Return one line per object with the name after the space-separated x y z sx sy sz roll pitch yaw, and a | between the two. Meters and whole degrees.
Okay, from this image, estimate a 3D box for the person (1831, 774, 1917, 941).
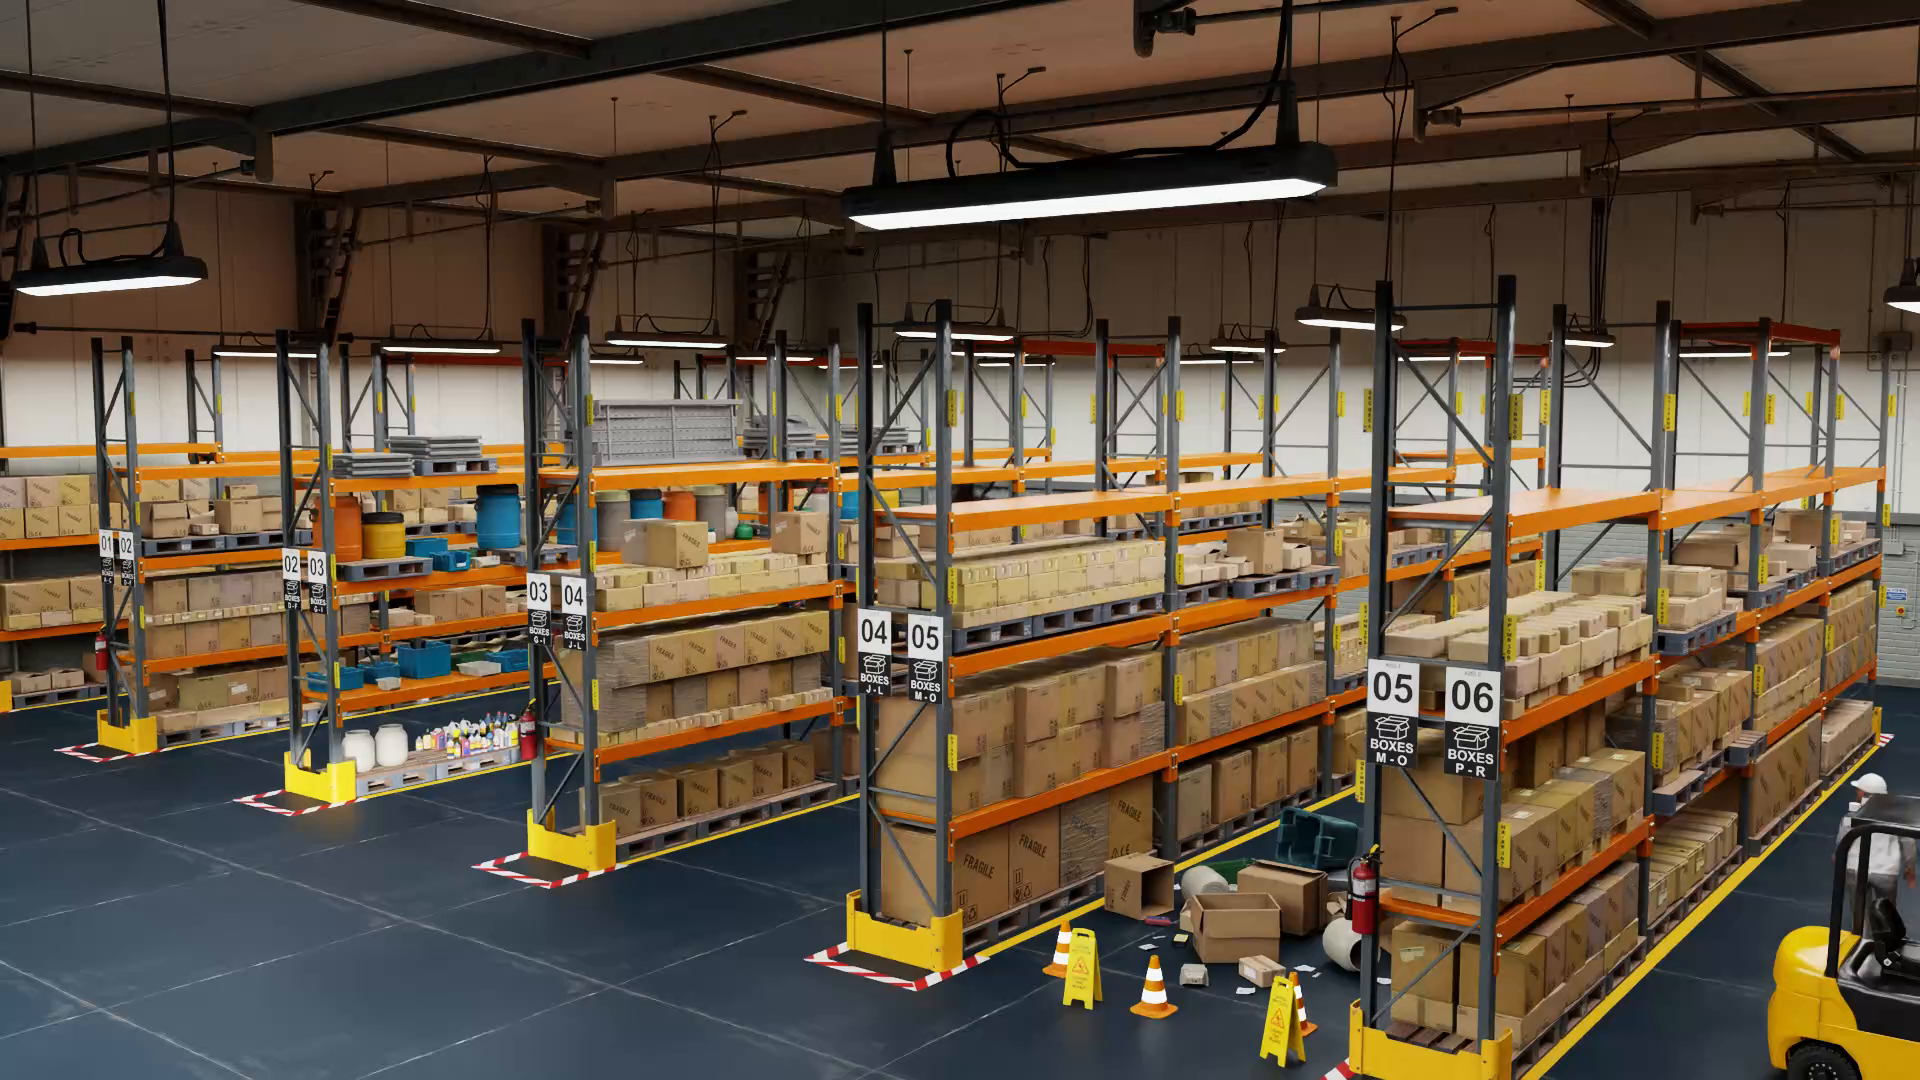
8.226 3.020 15.014 0.698 1.795 0.667 3 6 35 | person
